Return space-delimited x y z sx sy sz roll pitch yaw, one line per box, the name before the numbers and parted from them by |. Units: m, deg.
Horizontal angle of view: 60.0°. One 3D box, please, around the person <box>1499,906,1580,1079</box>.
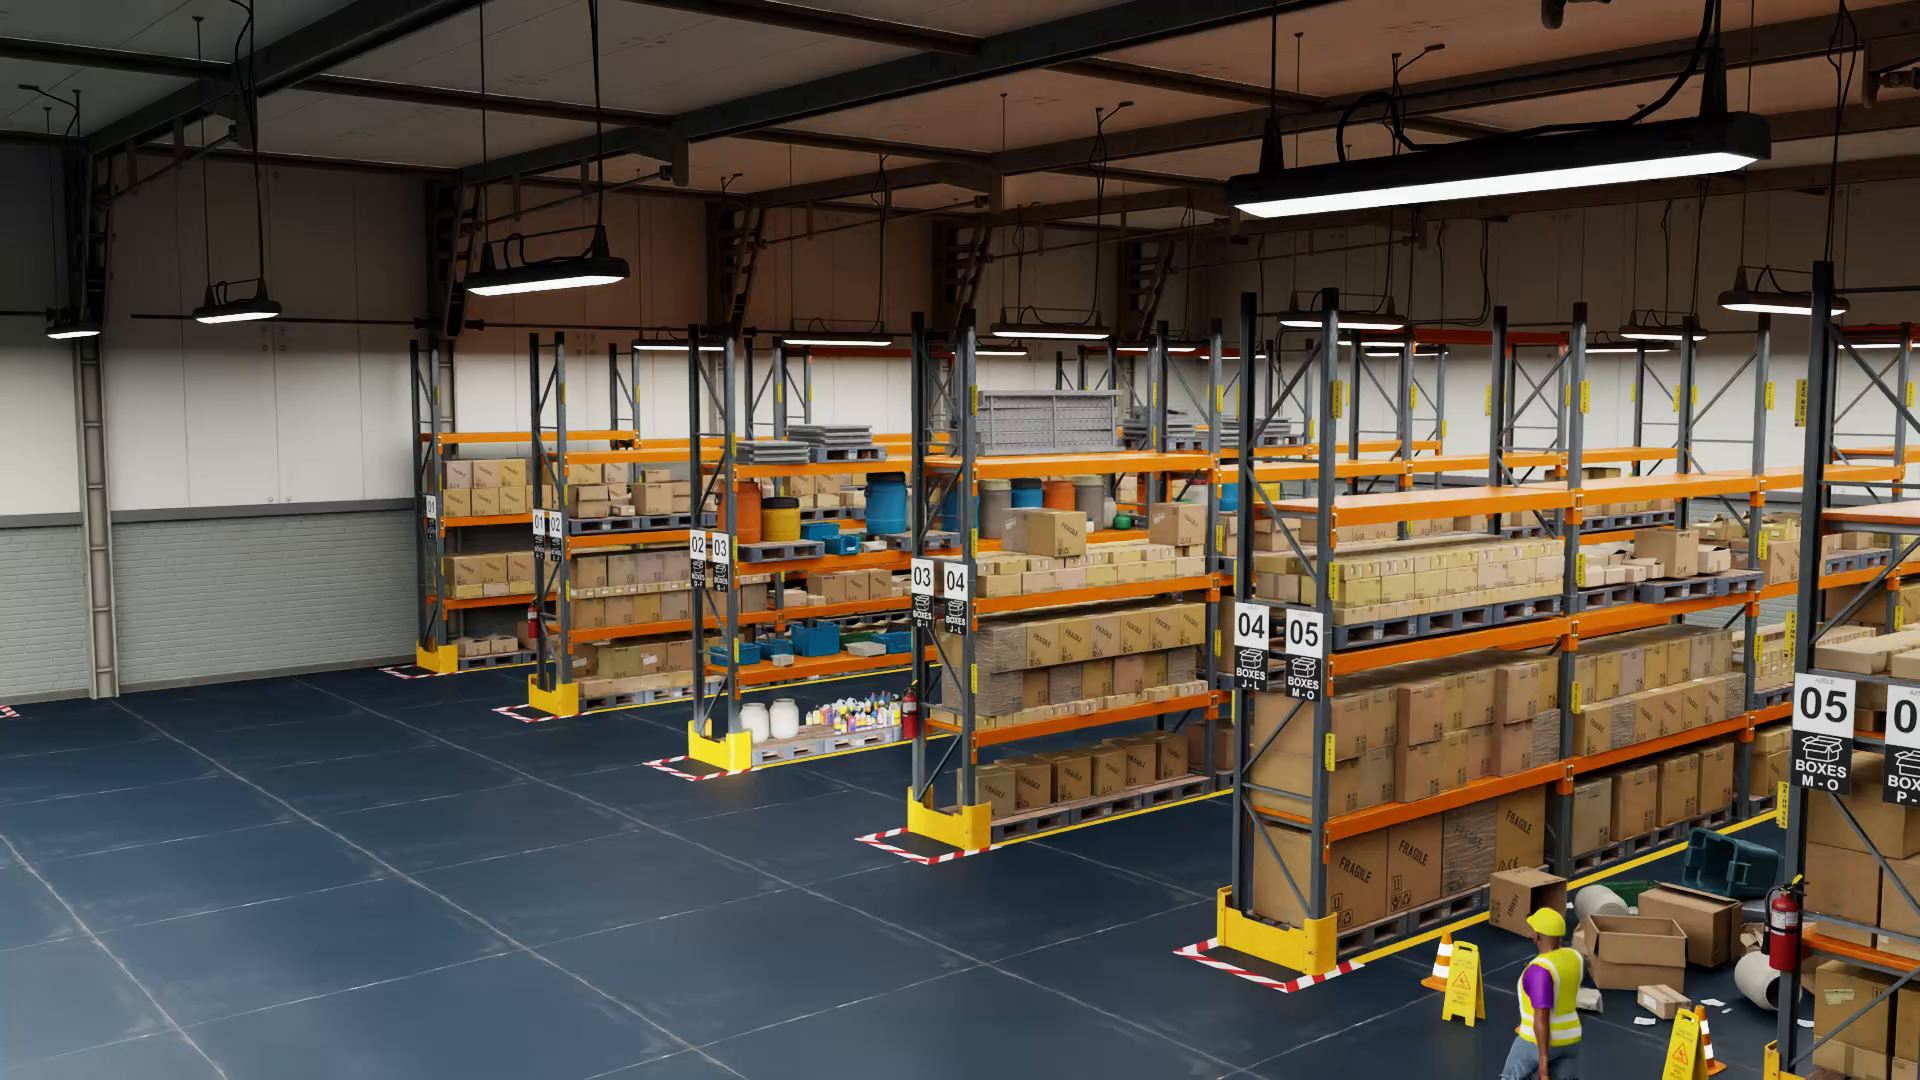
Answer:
person | 3.927 3.292 11.028 0.618 1.716 1.026 -3 6 -33
